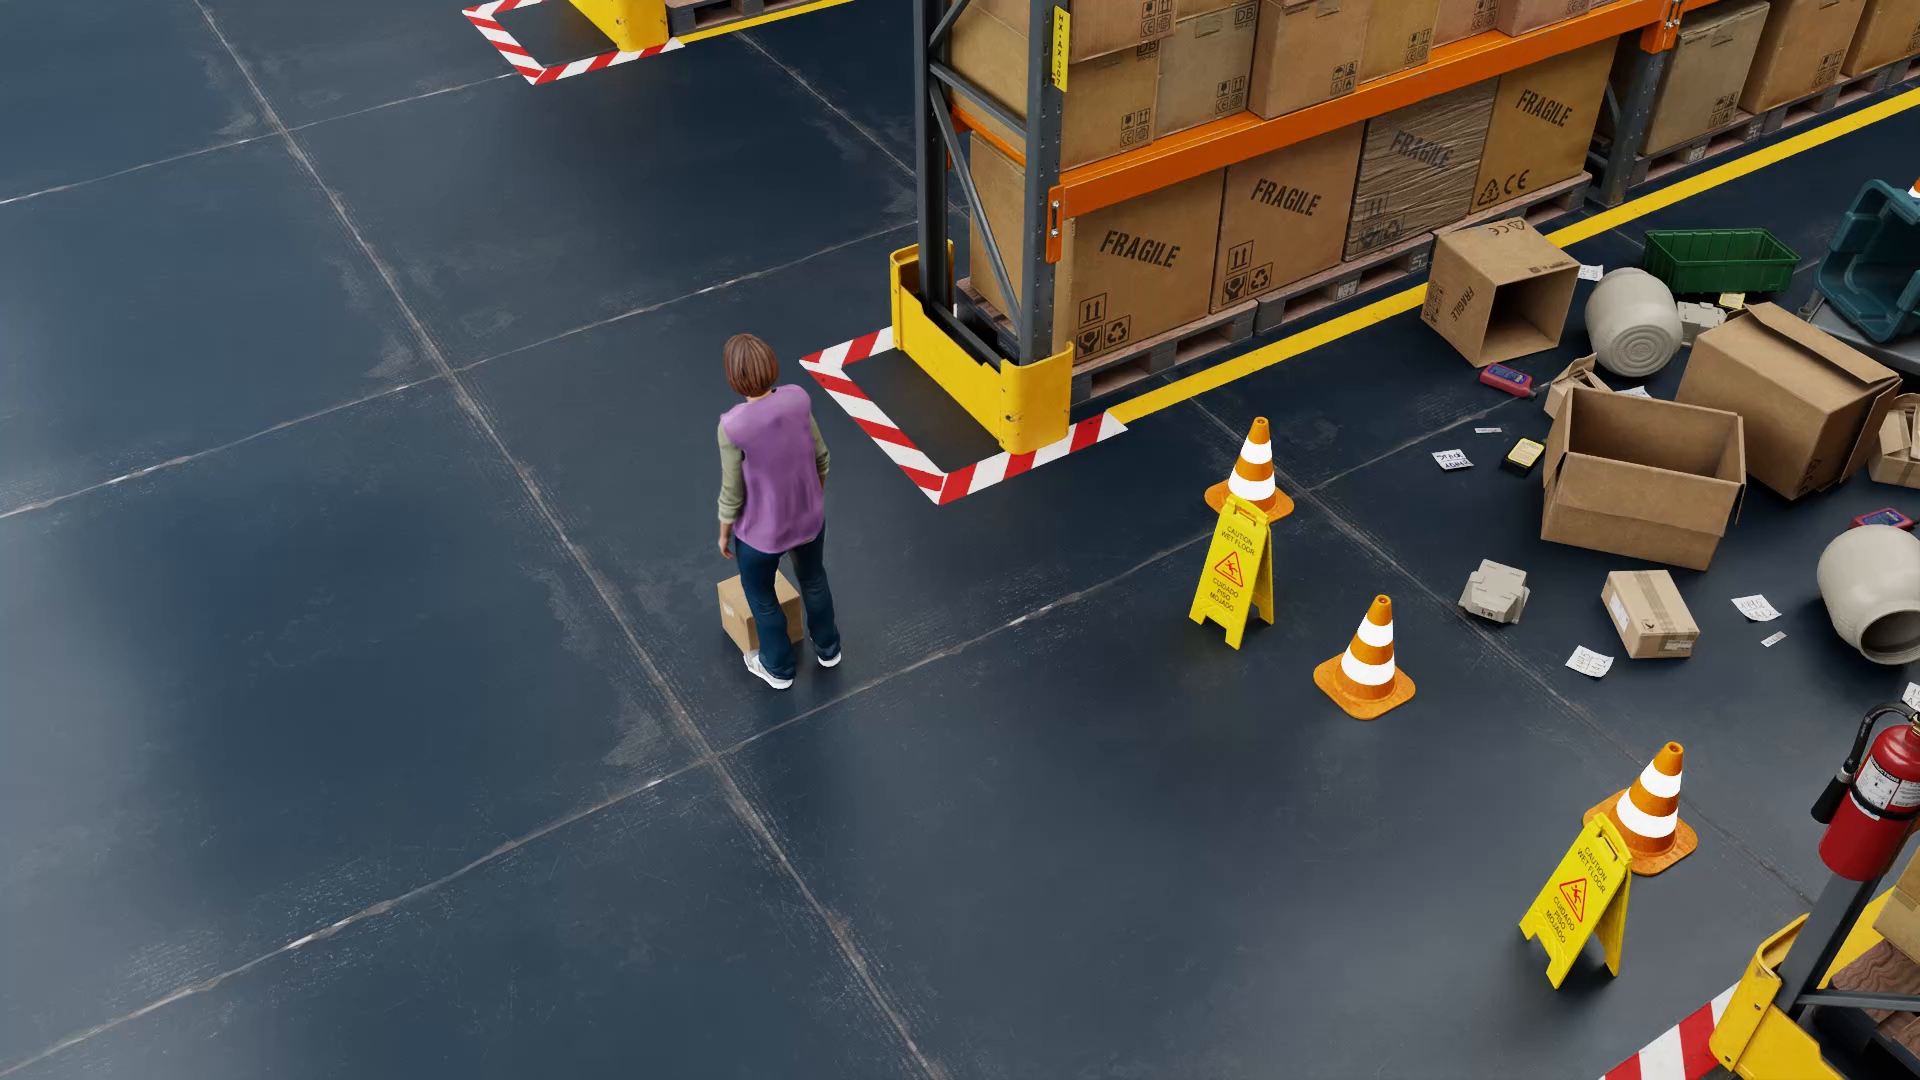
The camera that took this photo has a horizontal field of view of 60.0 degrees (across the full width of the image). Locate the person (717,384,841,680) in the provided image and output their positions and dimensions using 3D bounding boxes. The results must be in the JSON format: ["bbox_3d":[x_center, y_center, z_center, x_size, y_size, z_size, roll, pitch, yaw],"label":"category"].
[{"bbox_3d":[-0.679,-0.008,6.279,0.465,1.327,0.291,-25,47,-26],"label":"person"}]
